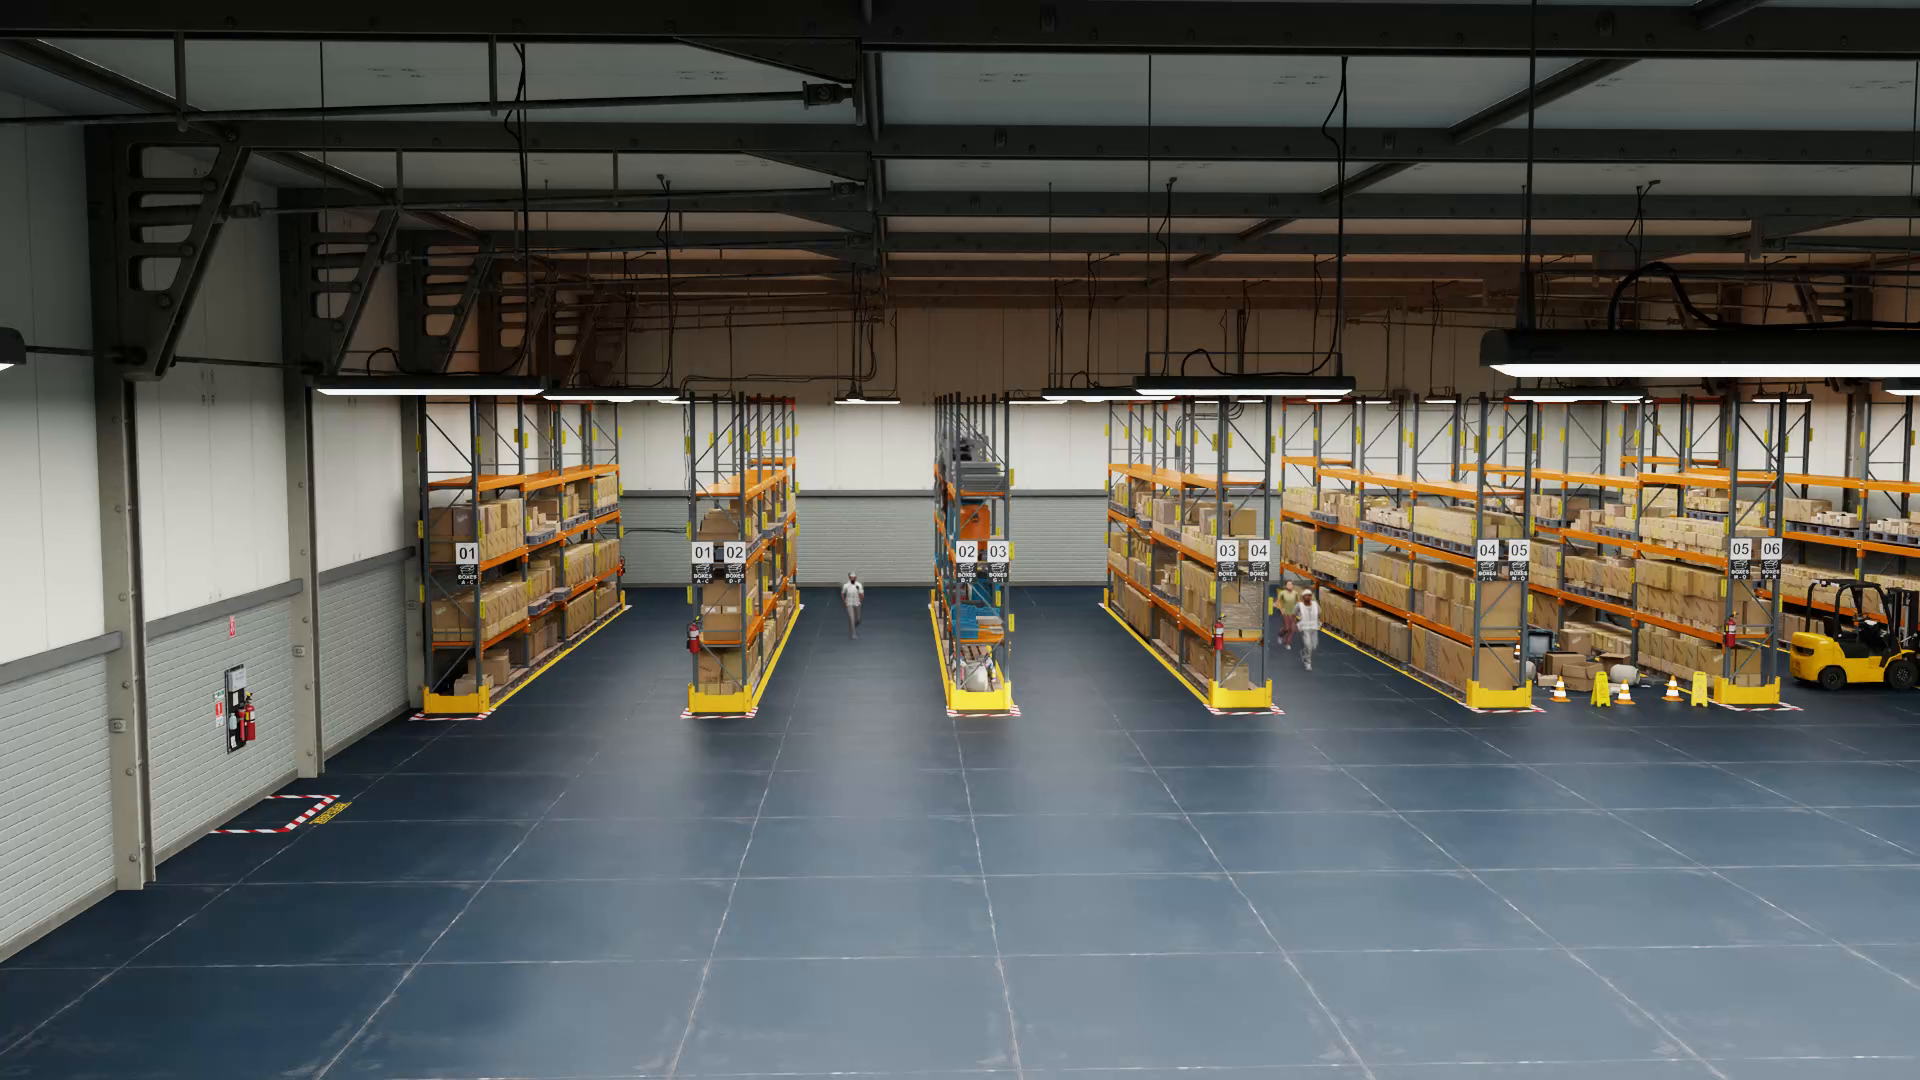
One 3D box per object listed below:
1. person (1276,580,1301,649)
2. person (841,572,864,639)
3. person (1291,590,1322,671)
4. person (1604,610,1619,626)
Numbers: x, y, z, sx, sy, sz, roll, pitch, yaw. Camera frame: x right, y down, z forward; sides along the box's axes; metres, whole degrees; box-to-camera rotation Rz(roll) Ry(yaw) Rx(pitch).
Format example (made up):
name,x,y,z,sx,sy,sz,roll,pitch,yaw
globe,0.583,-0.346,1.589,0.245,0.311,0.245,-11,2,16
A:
name,x,y,z,sx,sy,sz,roll,pitch,yaw
person,7.803,1.759,39.424,0.574,1.639,0.584,0,5,-4
person,-2.651,1.601,41.121,0.571,1.659,0.623,-1,5,-12
person,7.578,1.951,36.300,0.675,1.757,0.656,-1,5,-9
person,16.662,1.469,42.264,0.715,1.740,0.618,0,5,-5
